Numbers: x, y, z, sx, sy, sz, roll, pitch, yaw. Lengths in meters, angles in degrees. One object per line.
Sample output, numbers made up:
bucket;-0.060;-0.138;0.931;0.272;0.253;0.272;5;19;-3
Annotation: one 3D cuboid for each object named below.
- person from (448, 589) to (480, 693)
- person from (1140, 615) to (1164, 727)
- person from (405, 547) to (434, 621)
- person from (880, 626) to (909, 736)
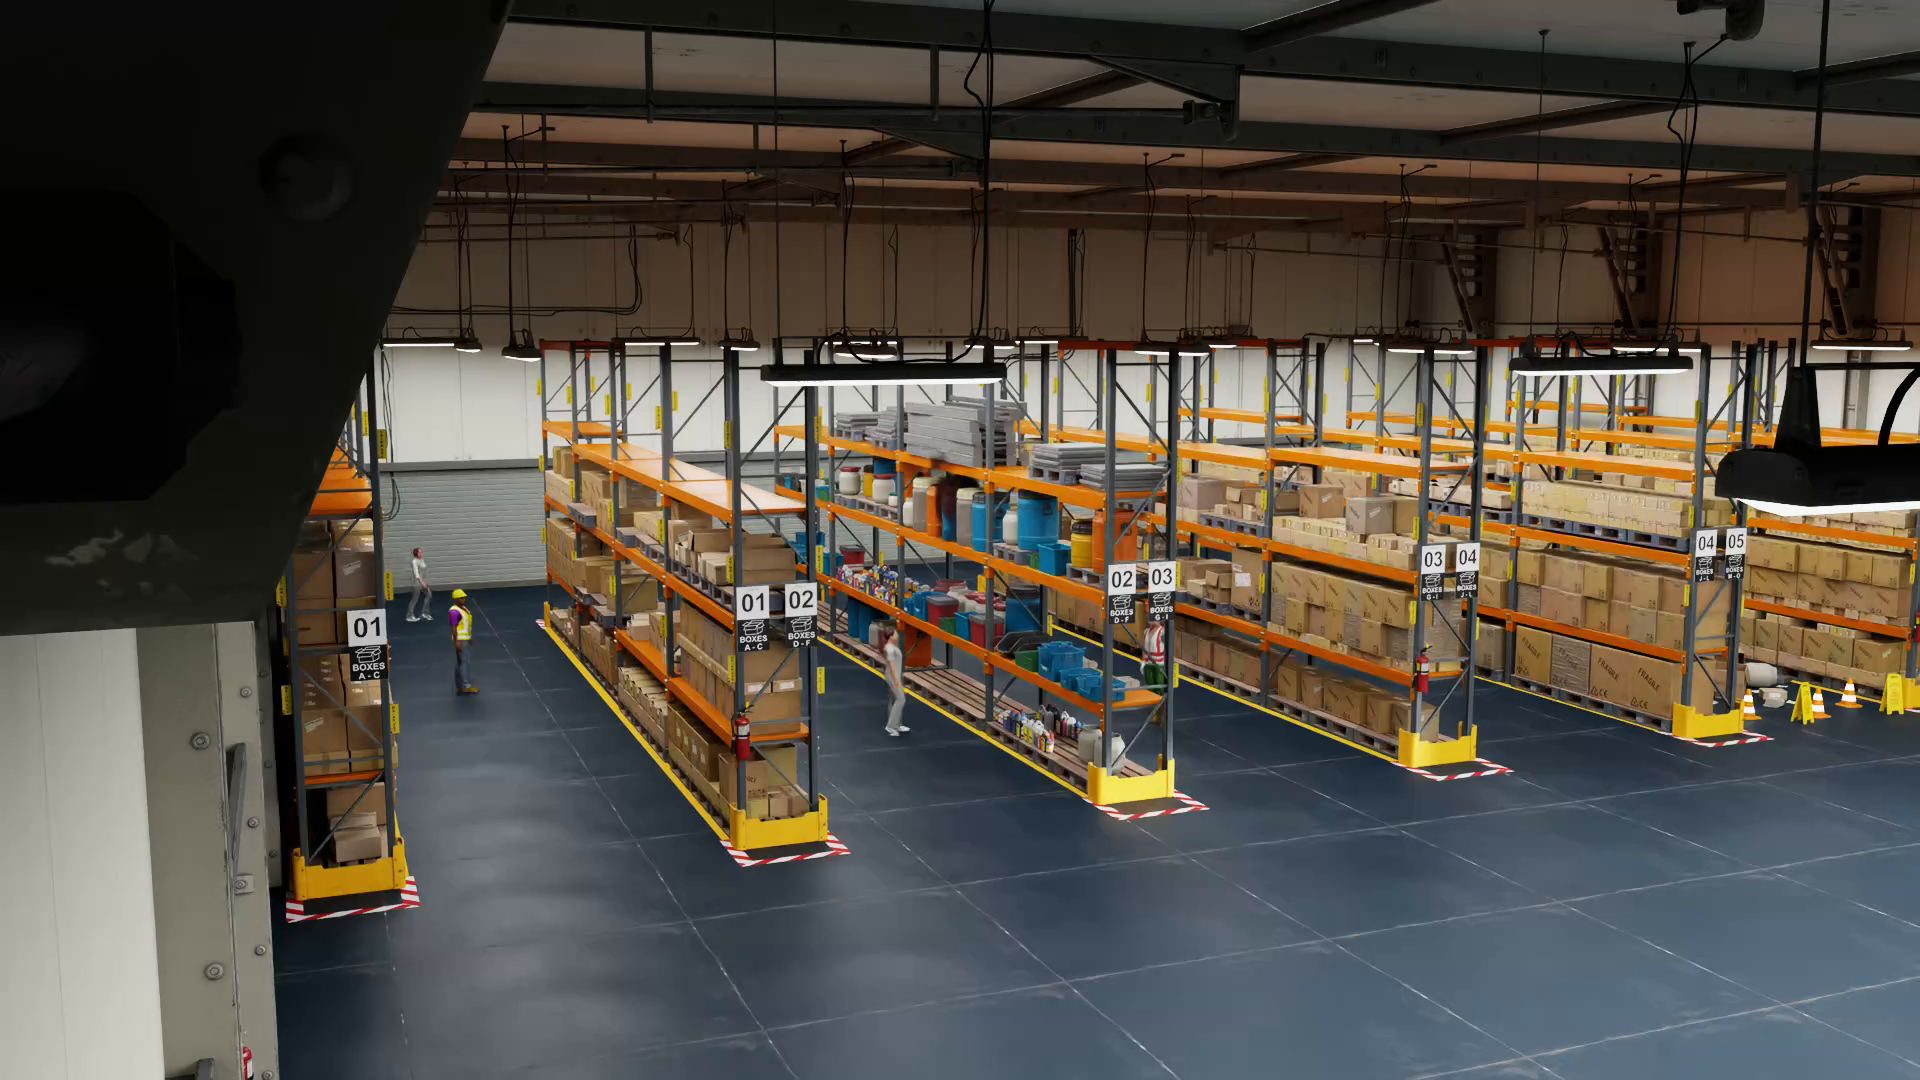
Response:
person;-8.578;1.728;28.735;0.472;1.771;0.598;-2;8;-15
person;3.101;2.008;26.356;0.434;1.805;0.659;-7;10;-41
person;-11.495;0.953;35.279;0.577;1.613;0.502;-2;8;-13
person;-1.017;2.187;25.809;0.435;1.732;0.516;0;7;-1
